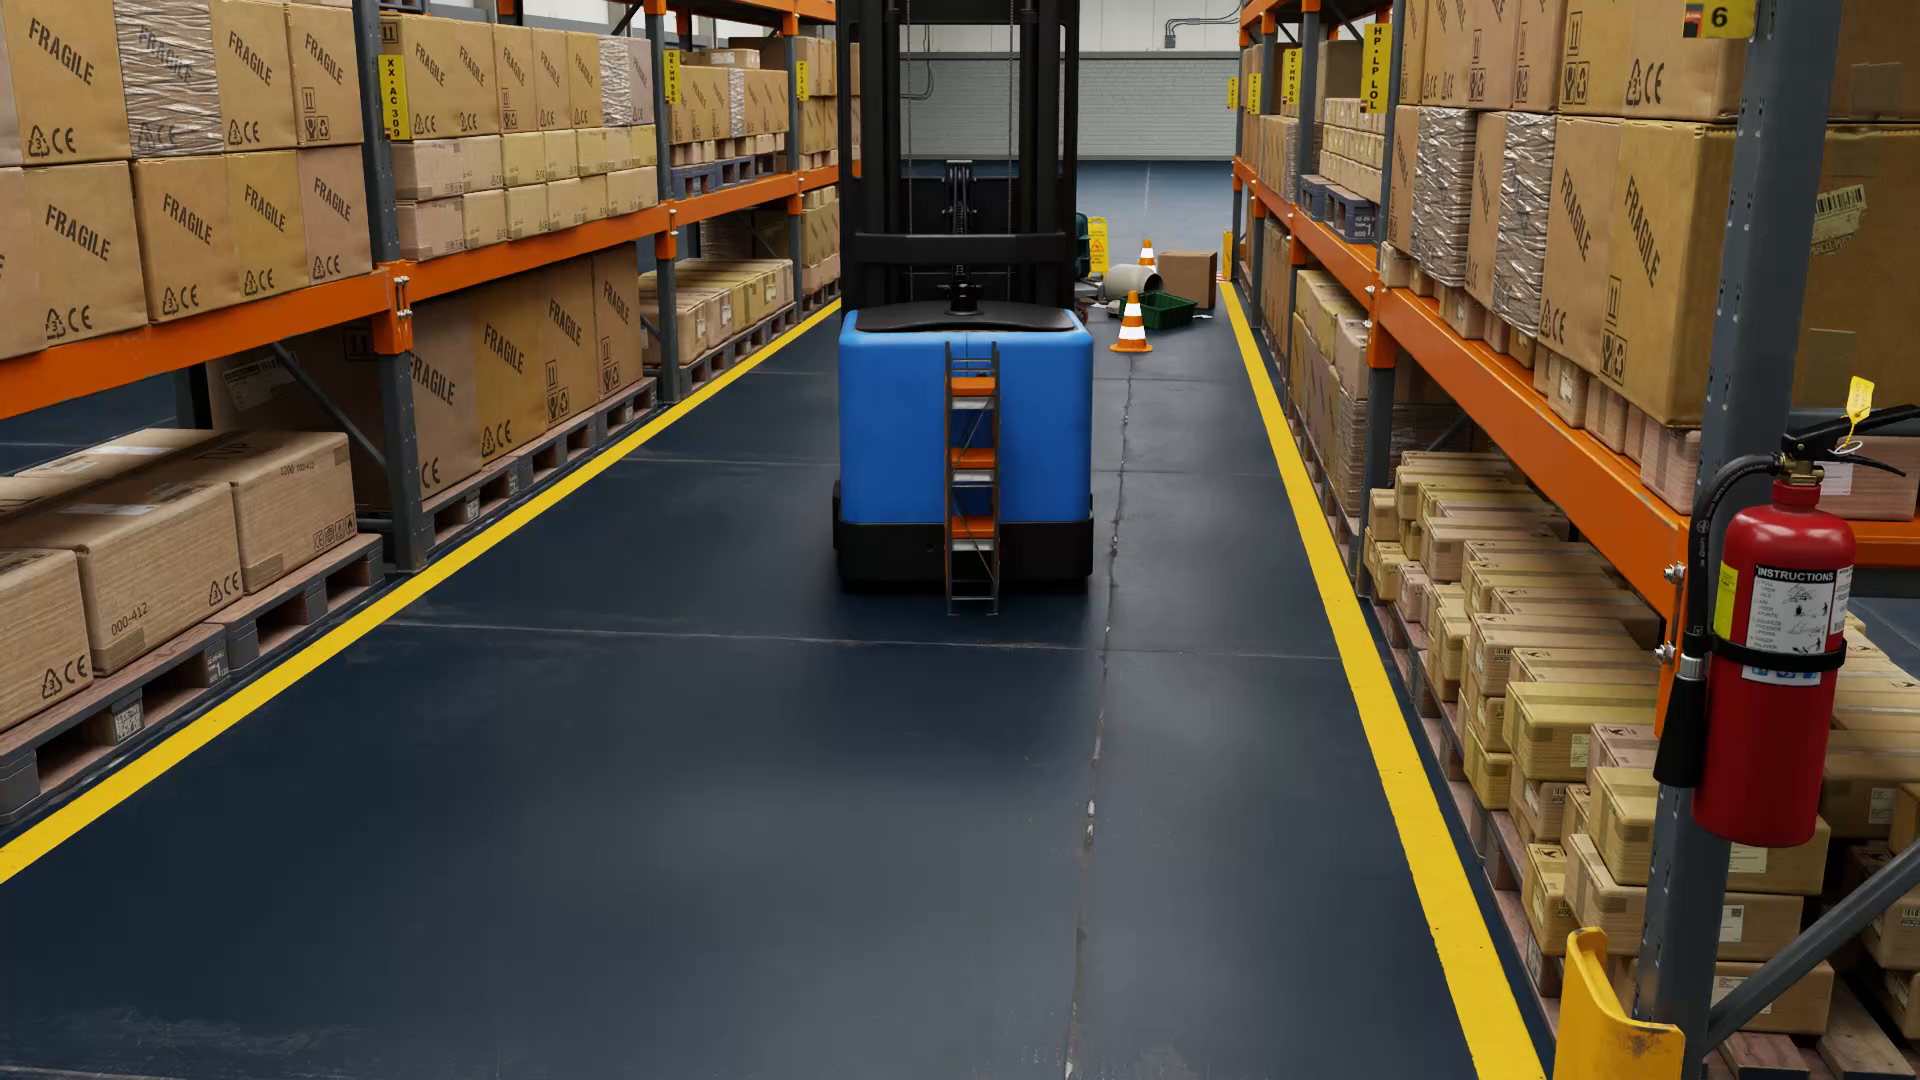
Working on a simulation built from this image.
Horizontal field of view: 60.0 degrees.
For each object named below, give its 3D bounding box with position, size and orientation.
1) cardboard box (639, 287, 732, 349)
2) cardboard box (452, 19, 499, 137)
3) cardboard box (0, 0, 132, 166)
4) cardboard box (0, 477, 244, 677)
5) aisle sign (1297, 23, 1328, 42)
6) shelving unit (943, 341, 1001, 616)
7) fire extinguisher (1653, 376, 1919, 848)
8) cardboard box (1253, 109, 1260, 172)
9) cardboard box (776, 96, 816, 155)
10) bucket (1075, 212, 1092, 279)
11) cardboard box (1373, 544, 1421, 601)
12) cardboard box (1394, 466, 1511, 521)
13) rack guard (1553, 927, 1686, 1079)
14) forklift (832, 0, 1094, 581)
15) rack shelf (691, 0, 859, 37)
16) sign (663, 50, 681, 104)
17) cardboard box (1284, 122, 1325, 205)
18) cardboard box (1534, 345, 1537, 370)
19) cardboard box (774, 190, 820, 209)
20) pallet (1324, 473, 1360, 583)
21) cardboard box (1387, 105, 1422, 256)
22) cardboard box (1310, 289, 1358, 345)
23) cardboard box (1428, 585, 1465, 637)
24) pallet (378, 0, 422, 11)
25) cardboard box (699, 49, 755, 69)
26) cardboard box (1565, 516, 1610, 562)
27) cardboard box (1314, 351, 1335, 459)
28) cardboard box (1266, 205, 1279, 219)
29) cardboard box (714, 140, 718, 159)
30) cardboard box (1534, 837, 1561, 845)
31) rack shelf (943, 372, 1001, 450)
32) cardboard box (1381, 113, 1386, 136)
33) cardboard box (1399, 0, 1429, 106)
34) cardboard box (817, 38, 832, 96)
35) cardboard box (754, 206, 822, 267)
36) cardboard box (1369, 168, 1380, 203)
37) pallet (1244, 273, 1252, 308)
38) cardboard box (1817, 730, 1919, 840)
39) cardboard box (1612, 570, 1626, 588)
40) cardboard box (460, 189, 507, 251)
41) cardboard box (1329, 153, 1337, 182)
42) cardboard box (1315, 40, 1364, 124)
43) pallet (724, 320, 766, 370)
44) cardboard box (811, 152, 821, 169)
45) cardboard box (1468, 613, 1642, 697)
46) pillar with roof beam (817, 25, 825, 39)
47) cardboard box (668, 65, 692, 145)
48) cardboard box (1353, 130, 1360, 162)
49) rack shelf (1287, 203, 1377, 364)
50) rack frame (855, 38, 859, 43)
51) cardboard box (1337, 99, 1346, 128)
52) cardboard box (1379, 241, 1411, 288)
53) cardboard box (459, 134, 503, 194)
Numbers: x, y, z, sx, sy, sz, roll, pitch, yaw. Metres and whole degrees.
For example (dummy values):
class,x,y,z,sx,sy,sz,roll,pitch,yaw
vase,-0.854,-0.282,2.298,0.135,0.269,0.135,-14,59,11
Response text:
class,x,y,z,sx,sy,sz,roll,pitch,yaw
cardboard box,-2.208,-1.633,12.186,0.950,0.372,0.625,1,15,5
cardboard box,-2.443,-2.093,7.549,0.500,0.500,0.500,2,15,6
cardboard box,-2.765,-1.331,4.730,0.500,0.500,0.500,2,15,6
cardboard box,-3.086,0.102,5.642,0.875,0.438,0.875,1,15,5
aisle sign,3.782,-5.581,17.575,0.394,0.787,0.004,2,15,6
shelving unit,0.046,-0.240,6.540,0.215,1.050,0.252,0,15,-2
fire extinguisher,1.183,0.102,2.400,0.296,0.674,0.183,2,15,6
cardboard box,3.093,-3.591,14.908,0.875,0.550,0.550,2,15,6
cardboard box,-1.579,-3.696,14.824,0.500,0.500,0.500,2,15,6
bucket,0.749,-2.536,14.653,0.726,0.611,0.620,7,27,25
cardboard box,1.731,0.123,6.117,0.380,0.149,0.250,2,15,8
cardboard box,1.787,-0.165,6.043,0.380,0.149,0.250,2,15,9
rack guard,1.679,1.020,2.932,1.175,0.500,0.348,2,15,6
forklift,-0.019,-1.577,7.881,1.130,2.935,3.031,0,15,-2
rack shelf,-1.680,-5.018,16.105,1.077,0.370,4.000,2,15,6
sign,-1.805,-2.905,10.440,0.100,0.325,0.005,2,15,6
cardboard box,2.357,-2.415,10.654,0.500,0.500,0.500,2,15,6
cardboard box,1.659,-0.470,4.135,0.380,0.149,0.250,1,15,4
cardboard box,-1.497,-3.125,15.256,0.380,0.149,0.250,2,15,7
pallet,2.208,-0.060,7.480,1.003,0.211,1.213,2,15,6
cardboard box,1.815,-1.275,5.870,0.500,0.500,0.500,1,15,5
cardboard box,2.129,-1.169,8.785,0.500,0.250,0.500,2,15,7
cardboard box,1.652,0.247,5.090,0.380,0.149,0.250,2,15,6
pallet,-6.492,-5.804,17.803,1.003,0.211,1.213,2,15,6
cardboard box,-1.806,-3.729,12.898,0.380,0.149,0.250,1,15,4
cardboard box,2.223,-0.021,5.510,0.380,0.149,0.250,2,15,8
cardboard box,2.075,-0.666,8.361,0.500,0.500,0.500,1,15,5
cardboard box,3.165,-2.617,14.861,0.875,0.875,0.875,2,15,7
cardboard box,-1.999,-2.873,12.219,0.380,0.149,0.250,2,15,8
cardboard box,1.566,0.728,3.879,0.380,0.149,0.250,2,15,6
rack shelf,0.046,-0.504,6.468,0.215,0.259,0.240,0,15,-2
cardboard box,2.033,-1.819,7.181,0.380,0.149,0.250,1,15,4
cardboard box,1.828,-1.769,5.780,0.500,0.500,0.500,2,15,8
cardboard box,-1.561,-4.313,15.188,0.700,0.500,0.500,2,15,7
cardboard box,-1.571,-2.781,15.227,0.500,0.500,0.500,2,15,9
cardboard box,2.057,-1.591,7.478,0.380,0.149,0.250,1,15,3
pallet,3.323,-2.445,16.301,1.003,0.211,1.213,2,15,6
cardboard box,1.978,0.519,3.515,0.380,0.149,0.250,2,15,7
cardboard box,2.236,0.186,5.315,0.380,0.149,0.250,2,15,8
cardboard box,-2.440,-1.492,7.721,0.500,0.250,0.500,1,15,5
cardboard box,2.261,-2.073,9.260,0.380,0.149,0.250,2,15,9
cardboard box,2.633,-2.889,10.492,0.700,0.500,0.500,2,15,6
pallet,-2.127,-1.533,12.928,1.003,0.211,1.213,2,15,6
cardboard box,-1.512,-3.550,15.524,0.380,0.149,0.250,2,15,8
cardboard box,1.534,0.304,4.310,0.380,0.149,0.250,2,15,8
pillar with roof beam,0.302,-14.977,45.812,9.100,9.000,0.400,2,15,6
cardboard box,-2.076,-2.866,10.948,0.500,0.500,0.500,1,15,5
cardboard box,2.148,-1.943,8.208,0.380,0.149,0.250,2,15,8
rack shelf,2.347,-1.376,8.381,1.077,0.370,4.000,2,15,6
rack frame,-1.454,-4.436,18.321,1.000,3.000,0.127,2,15,6
cardboard box,2.238,-2.294,8.937,0.380,0.149,0.250,1,15,4
cardboard box,1.764,-1.019,6.166,0.380,0.149,0.250,2,15,8
cardboard box,-2.448,-1.735,7.660,0.500,0.250,0.500,2,15,7
